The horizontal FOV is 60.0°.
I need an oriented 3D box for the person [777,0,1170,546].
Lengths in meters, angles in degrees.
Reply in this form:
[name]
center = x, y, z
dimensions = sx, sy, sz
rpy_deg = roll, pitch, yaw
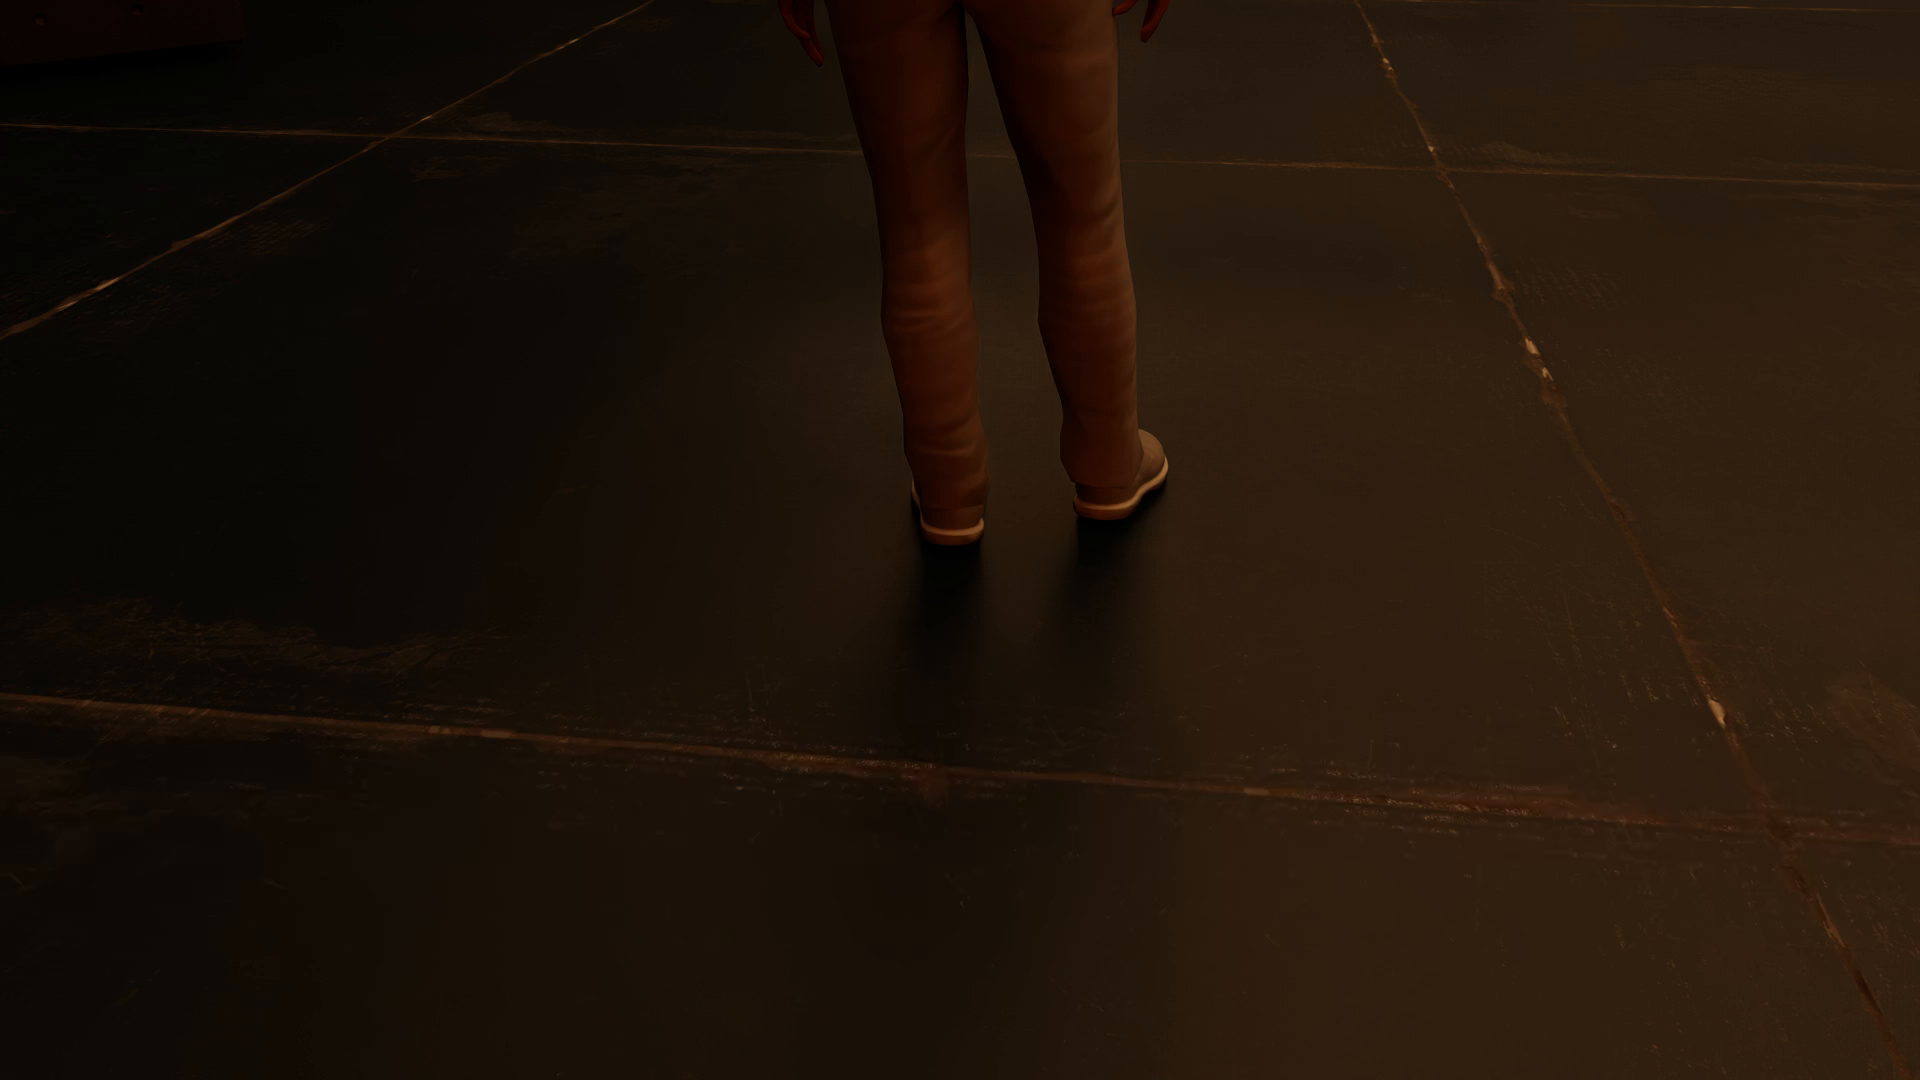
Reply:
[person]
center = 0.030, -0.796, 2.182
dimensions = 0.569, 1.694, 0.530
rpy_deg = 3, 27, 7

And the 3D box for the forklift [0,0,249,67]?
[forklift]
center = -3.861, -3.401, 6.035
dimensions = 1.130, 2.935, 3.031
rpy_deg = -20, 33, -35
